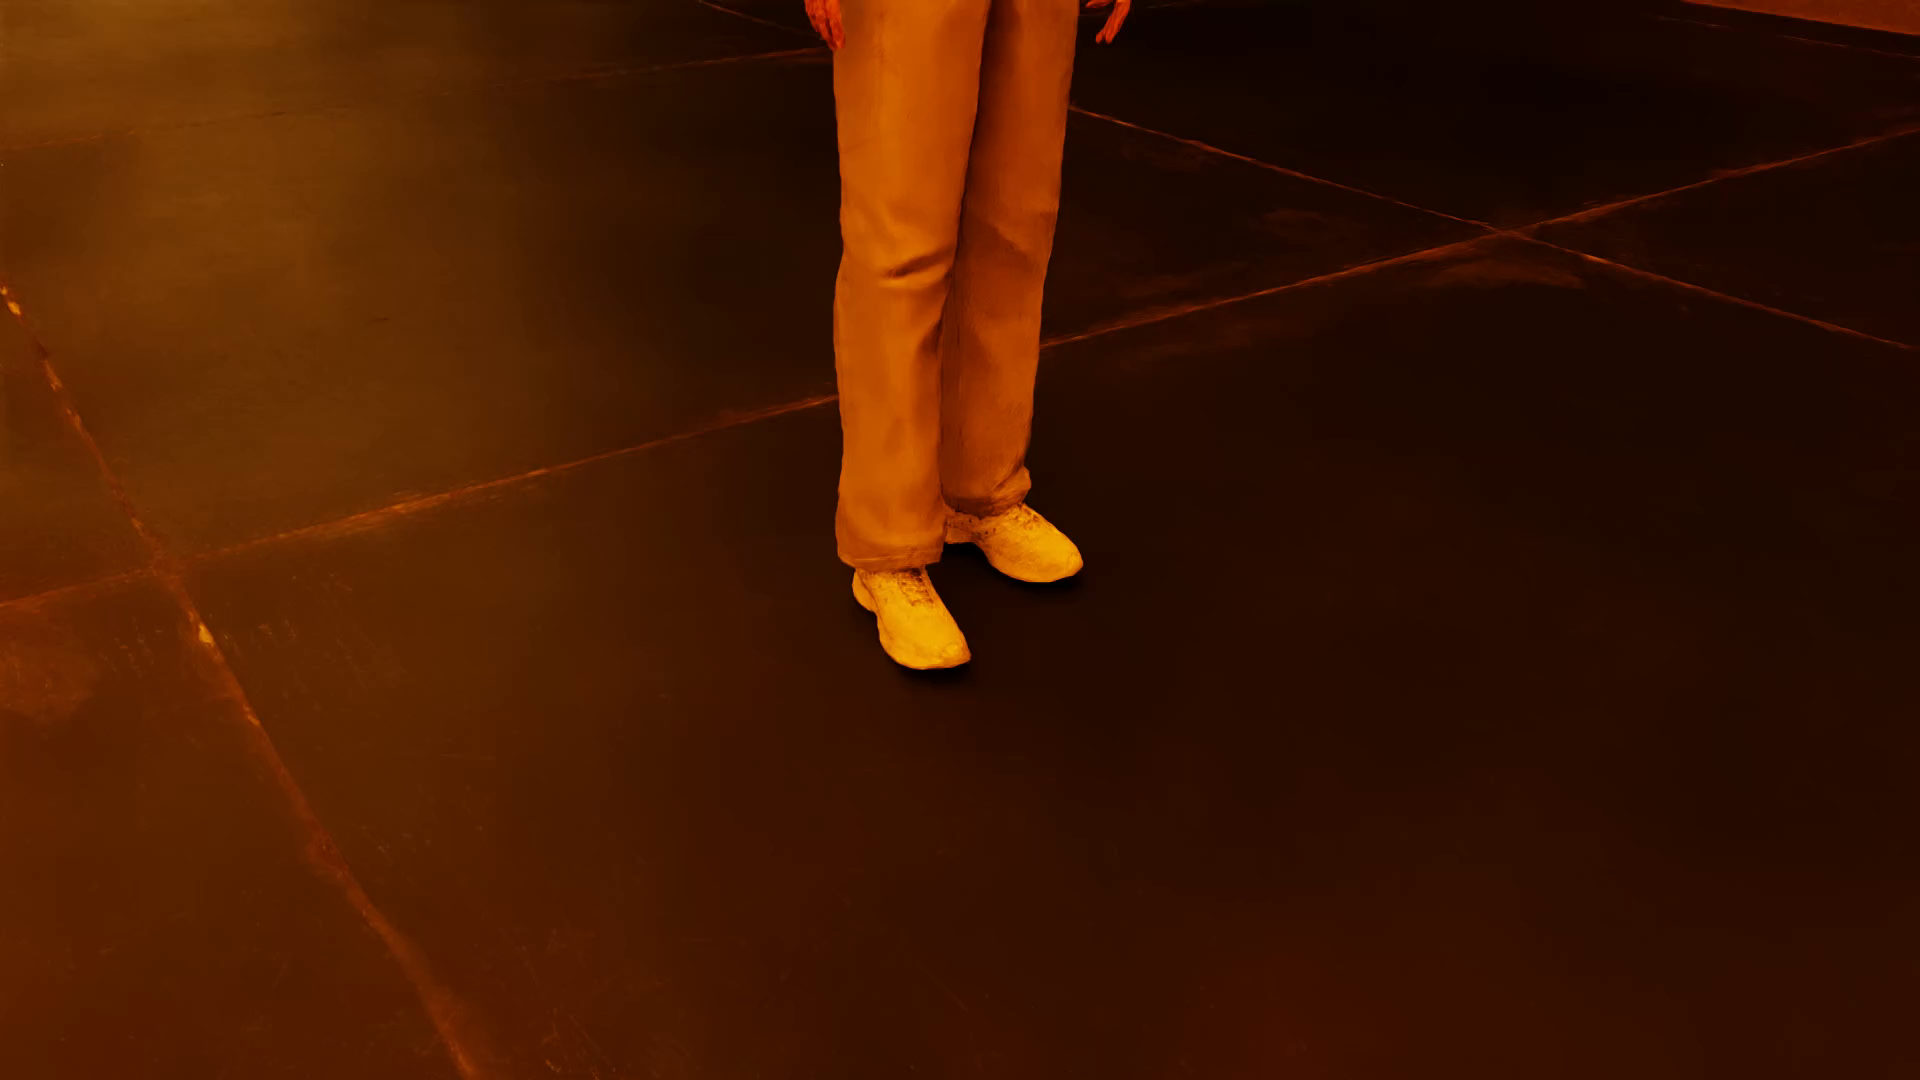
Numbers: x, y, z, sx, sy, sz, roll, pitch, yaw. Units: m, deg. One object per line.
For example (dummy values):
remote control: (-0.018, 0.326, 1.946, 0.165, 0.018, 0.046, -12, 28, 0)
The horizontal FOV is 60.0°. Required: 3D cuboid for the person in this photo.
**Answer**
person: (0.031, -0.717, 2.064, 0.550, 1.658, 0.548, -17, 31, -31)
